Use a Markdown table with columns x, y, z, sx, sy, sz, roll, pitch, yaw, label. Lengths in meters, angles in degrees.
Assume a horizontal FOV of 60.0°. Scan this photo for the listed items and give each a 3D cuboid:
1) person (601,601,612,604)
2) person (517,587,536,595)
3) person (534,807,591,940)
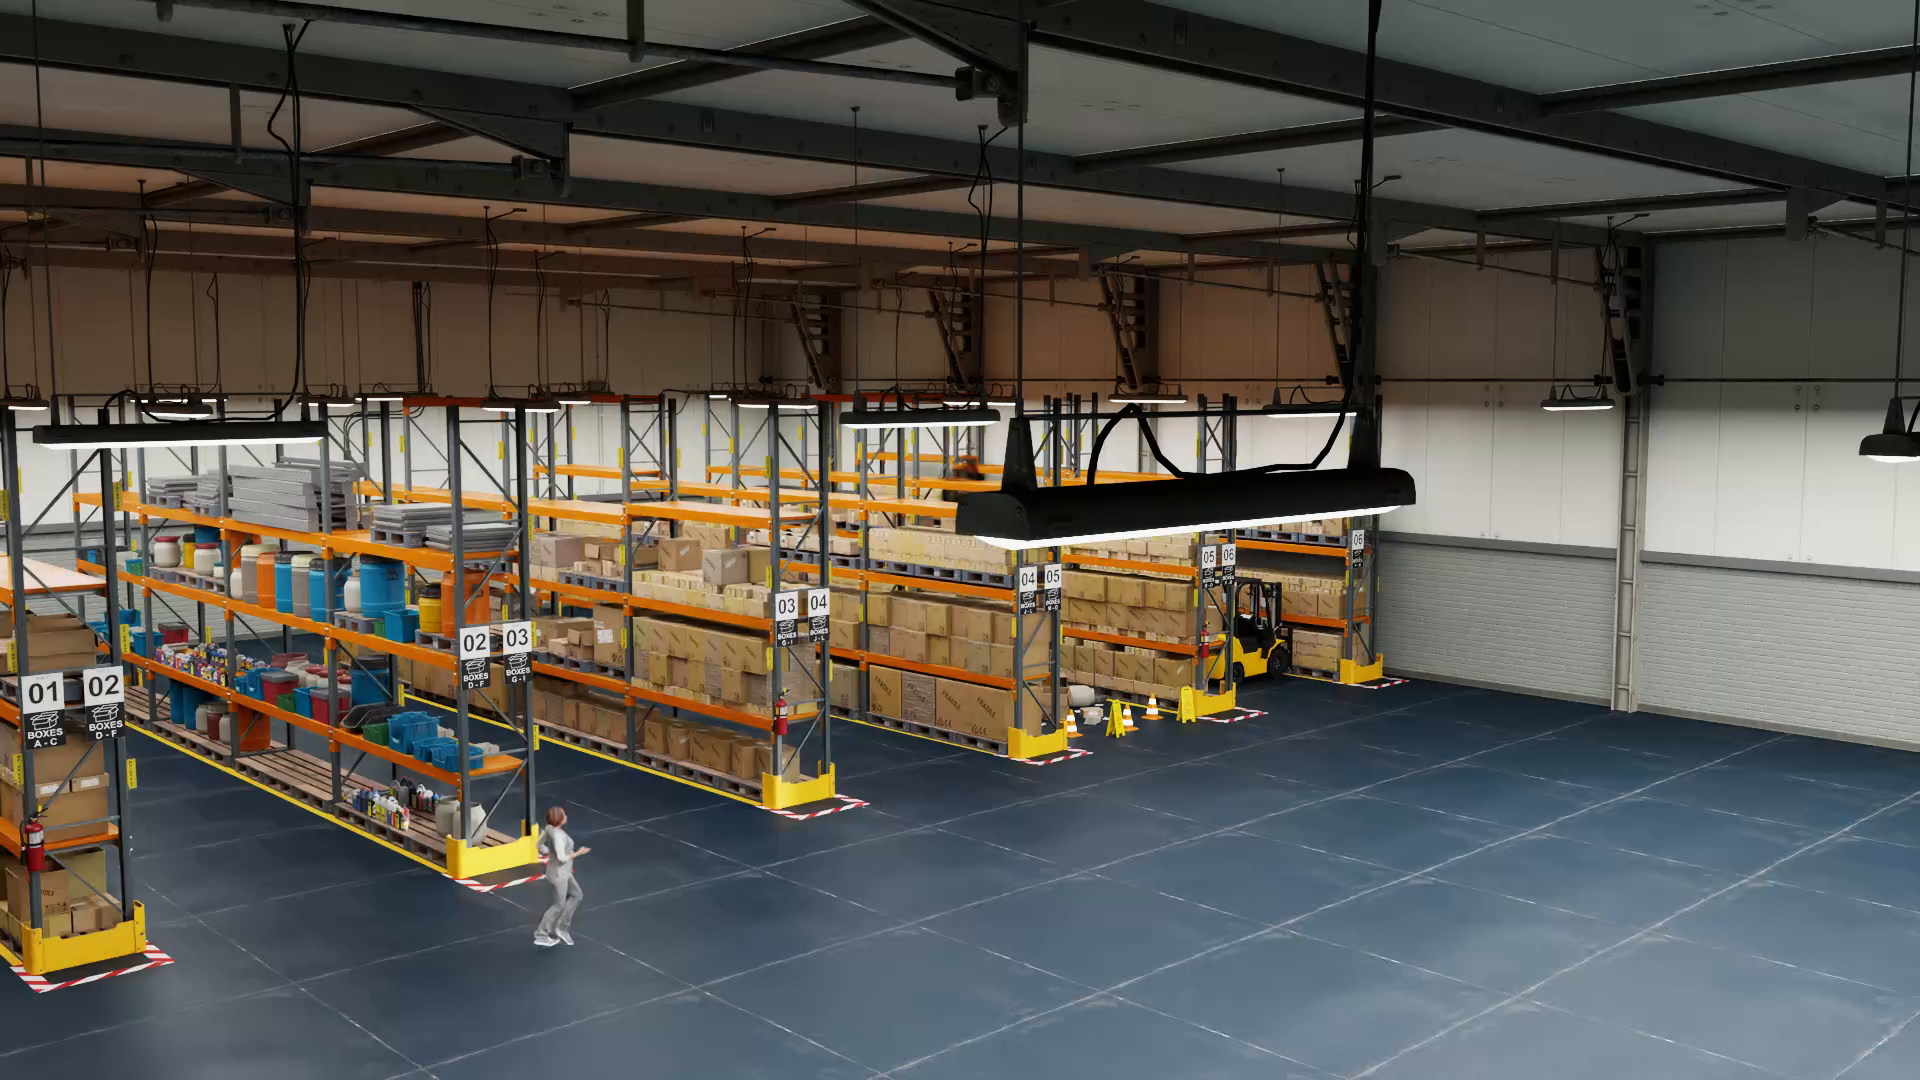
| x | y | z | sx | sy | sz | roll | pitch | yaw | label |
| --- | --- | --- | --- | --- | --- | --- | --- | --- | --- |
| -7.333 | 2.107 | 34.698 | 0.425 | 1.788 | 0.957 | -5 | 7 | -40 | person |
| -10.695 | 1.596 | 40.625 | 0.844 | 1.619 | 0.668 | -2 | 6 | -19 | person |
| -4.433 | 3.688 | 18.493 | 0.640 | 1.458 | 0.476 | -2 | 6 | -17 | person |
